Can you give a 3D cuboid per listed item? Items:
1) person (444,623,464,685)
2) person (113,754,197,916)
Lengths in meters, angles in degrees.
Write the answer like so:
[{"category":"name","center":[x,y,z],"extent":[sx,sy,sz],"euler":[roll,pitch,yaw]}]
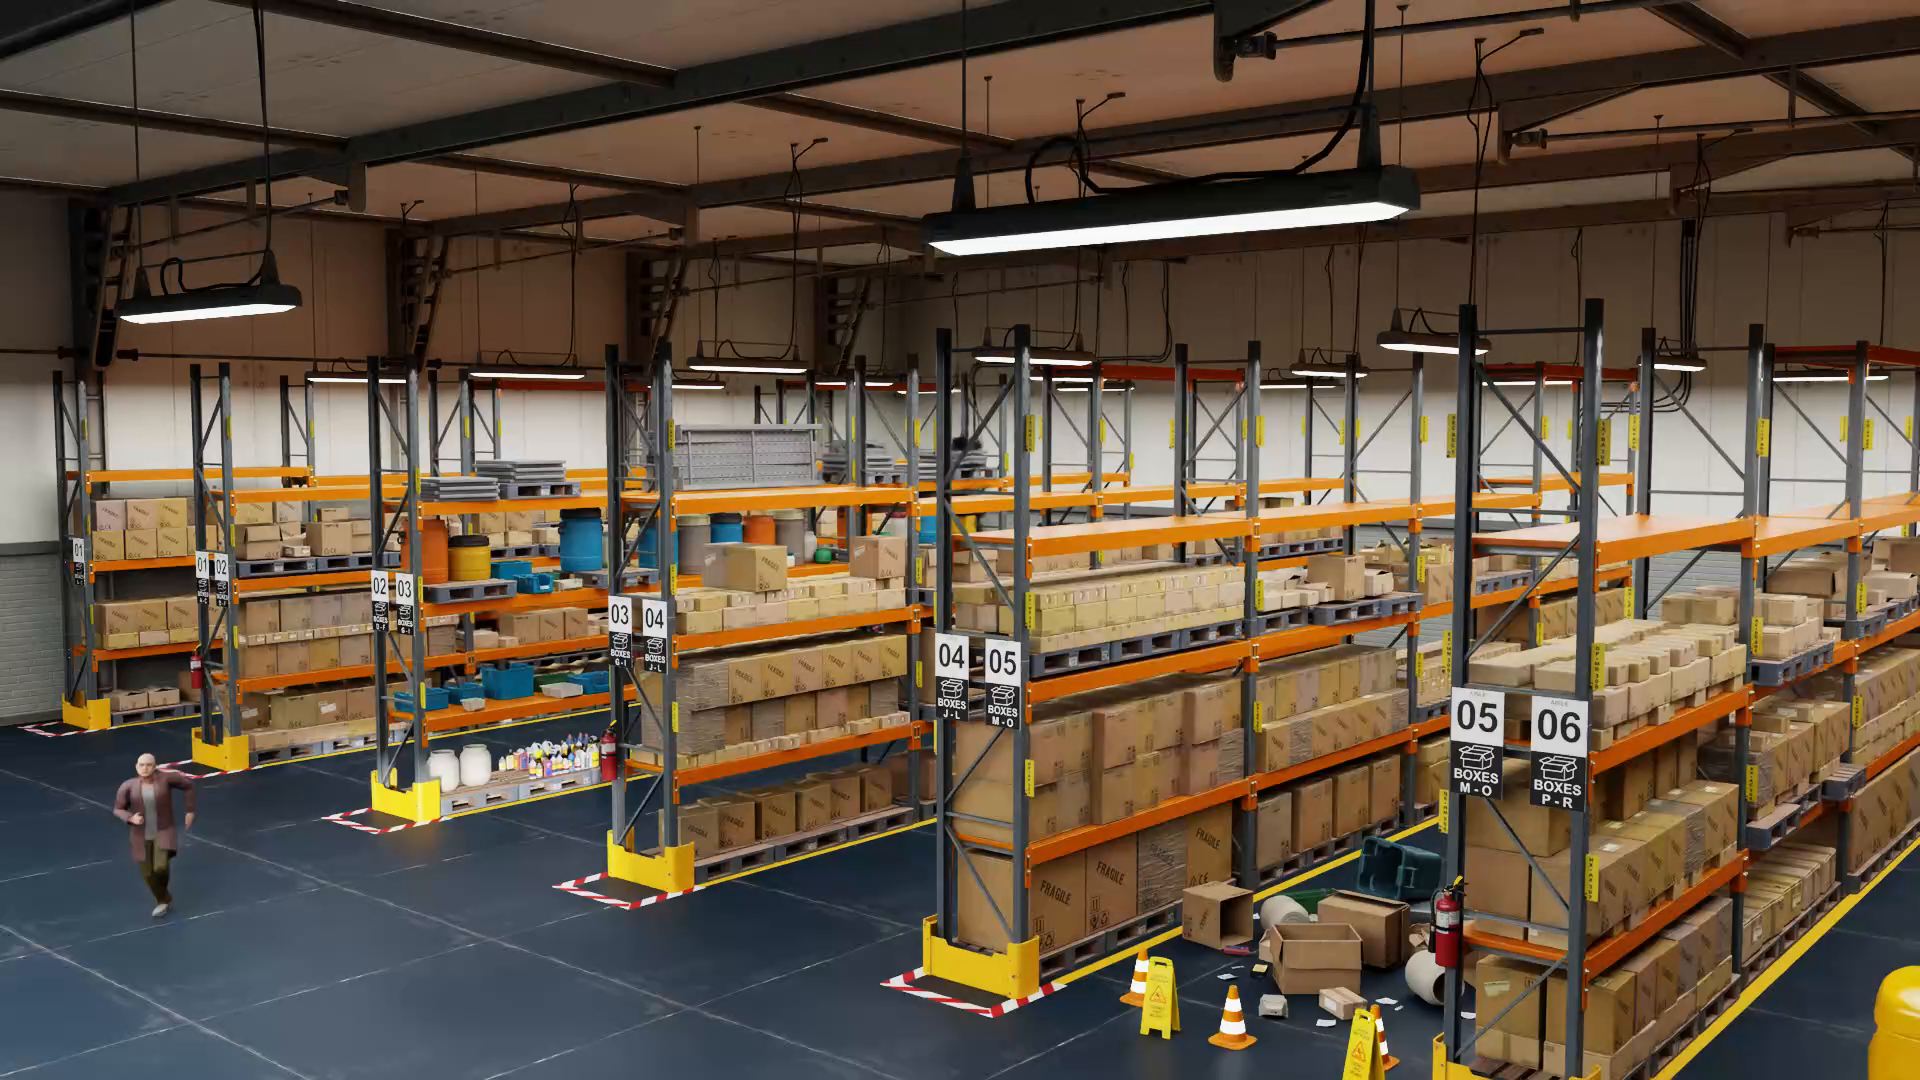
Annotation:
[{"category":"person","center":[-9.151,2.207,29.937],"extent":[0.604,1.605,0.541],"euler":[2,5,30]},{"category":"person","center":[-8.312,3.058,17.173],"extent":[0.761,1.728,0.723],"euler":[-1,4,-19]}]
